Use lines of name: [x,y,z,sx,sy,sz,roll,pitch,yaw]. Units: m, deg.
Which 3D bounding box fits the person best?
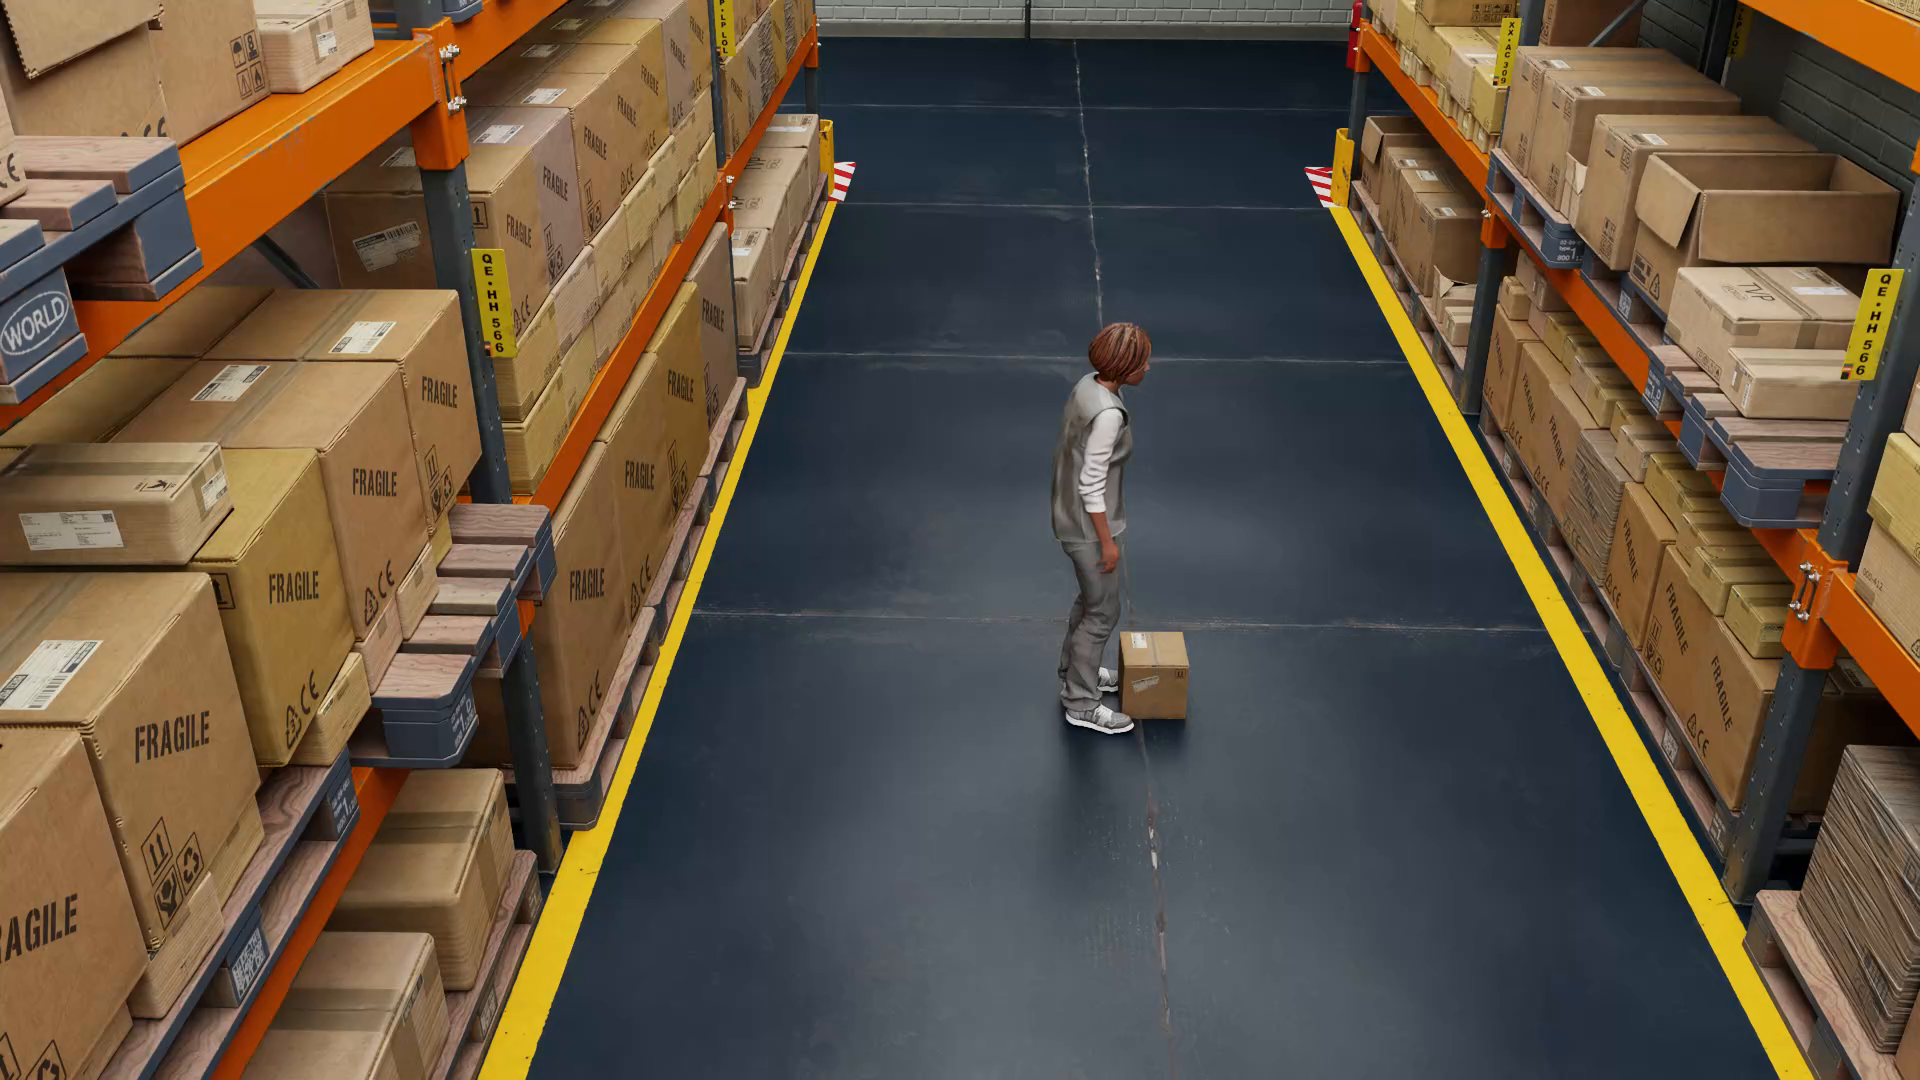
person: [0.511,-0.055,6.236,0.344,1.593,0.462,0,28,0]
